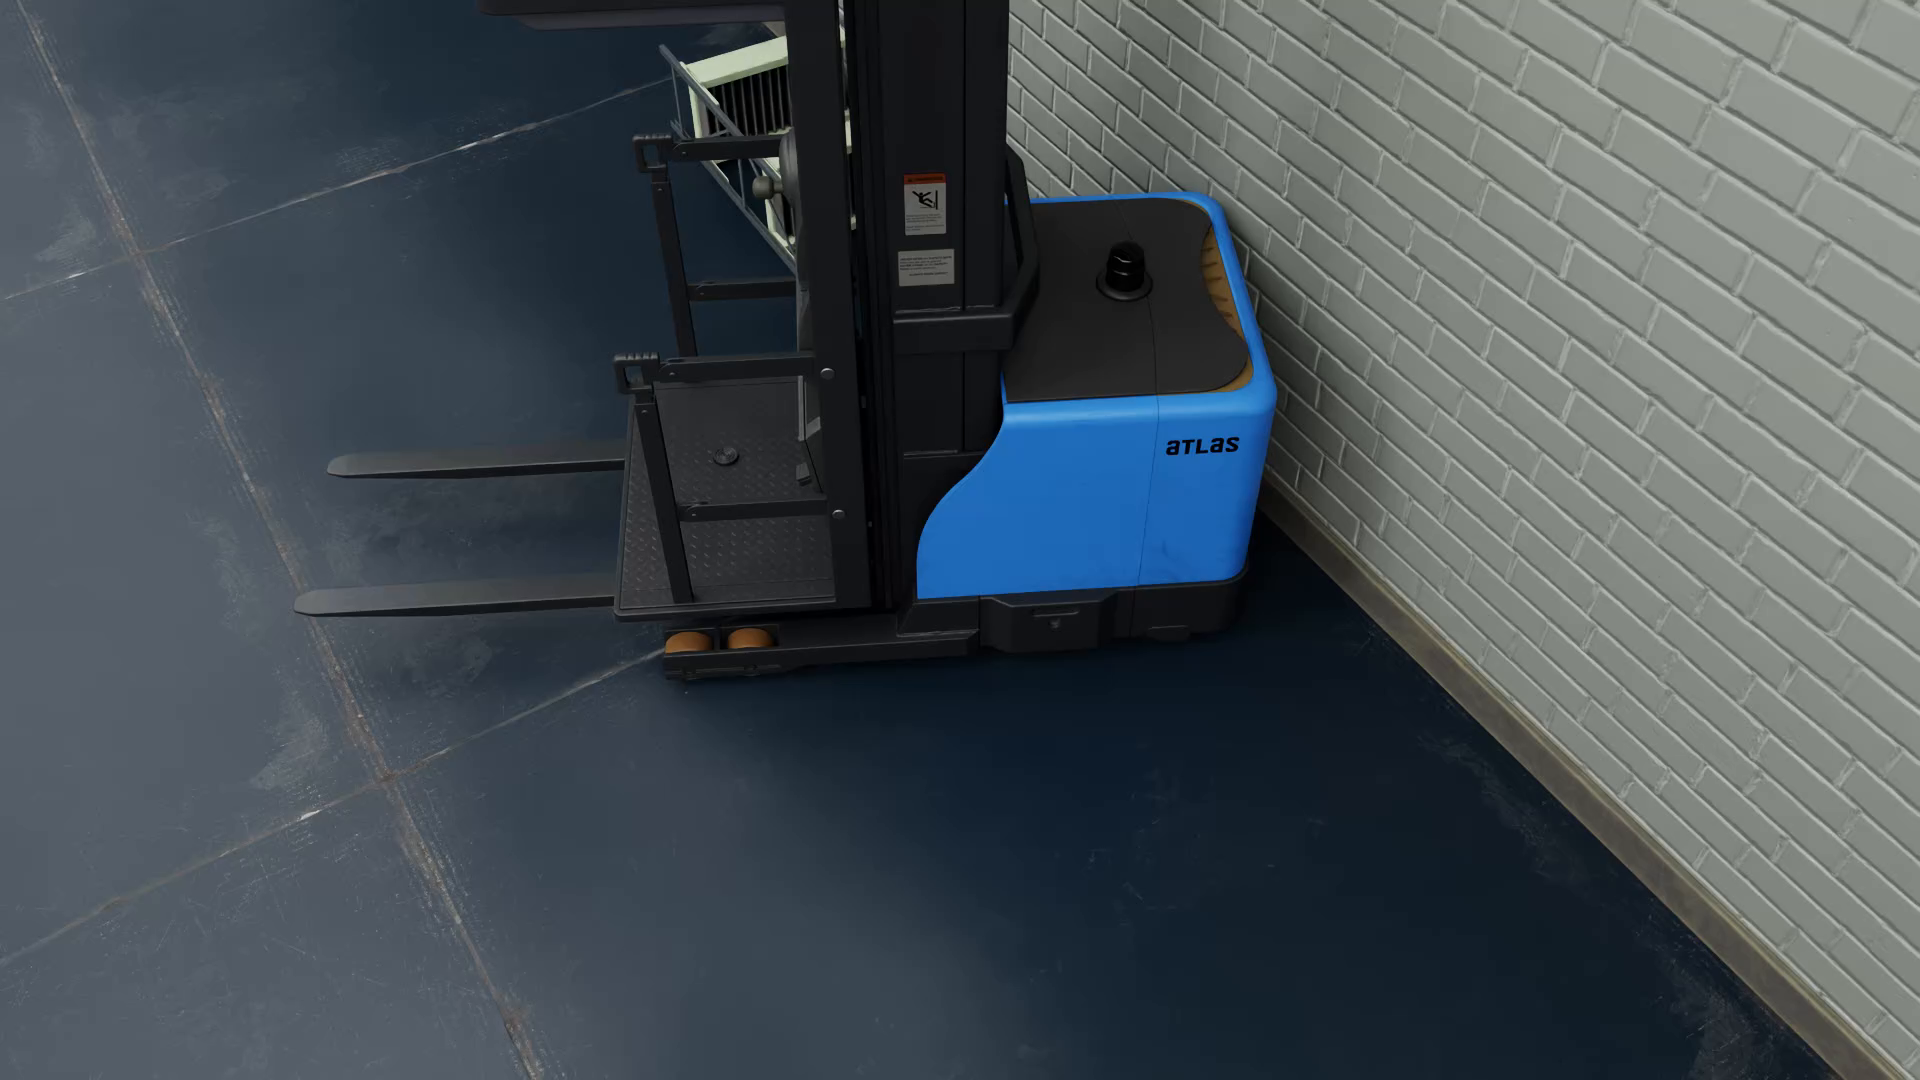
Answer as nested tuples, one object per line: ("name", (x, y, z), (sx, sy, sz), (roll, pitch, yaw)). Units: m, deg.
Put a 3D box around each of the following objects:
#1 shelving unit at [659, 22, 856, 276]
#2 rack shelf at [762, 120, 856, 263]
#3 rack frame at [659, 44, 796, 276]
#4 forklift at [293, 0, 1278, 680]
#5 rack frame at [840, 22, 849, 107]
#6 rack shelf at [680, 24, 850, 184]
("shelving unit", (-0.573, -1.629, 6.888), (0.755, 0.431, 1.500), (-23, 51, -20))
("rack shelf", (-0.409, -1.424, 6.695), (0.720, 0.431, 0.370), (-23, 51, -20))
("rack frame", (-0.889, -1.494, 6.763), (0.023, 0.400, 1.500), (-23, 51, -20))
("forklift", (-0.624, -0.938, 4.623), (3.031, 2.935, 1.130), (-3, 48, -3))
("rack frame", (-0.257, -1.764, 7.013), (0.023, 0.400, 1.500), (-23, 51, -20))
("rack shelf", (-0.769, -1.875, 7.119), (0.720, 0.431, 0.370), (-23, 51, -20))
